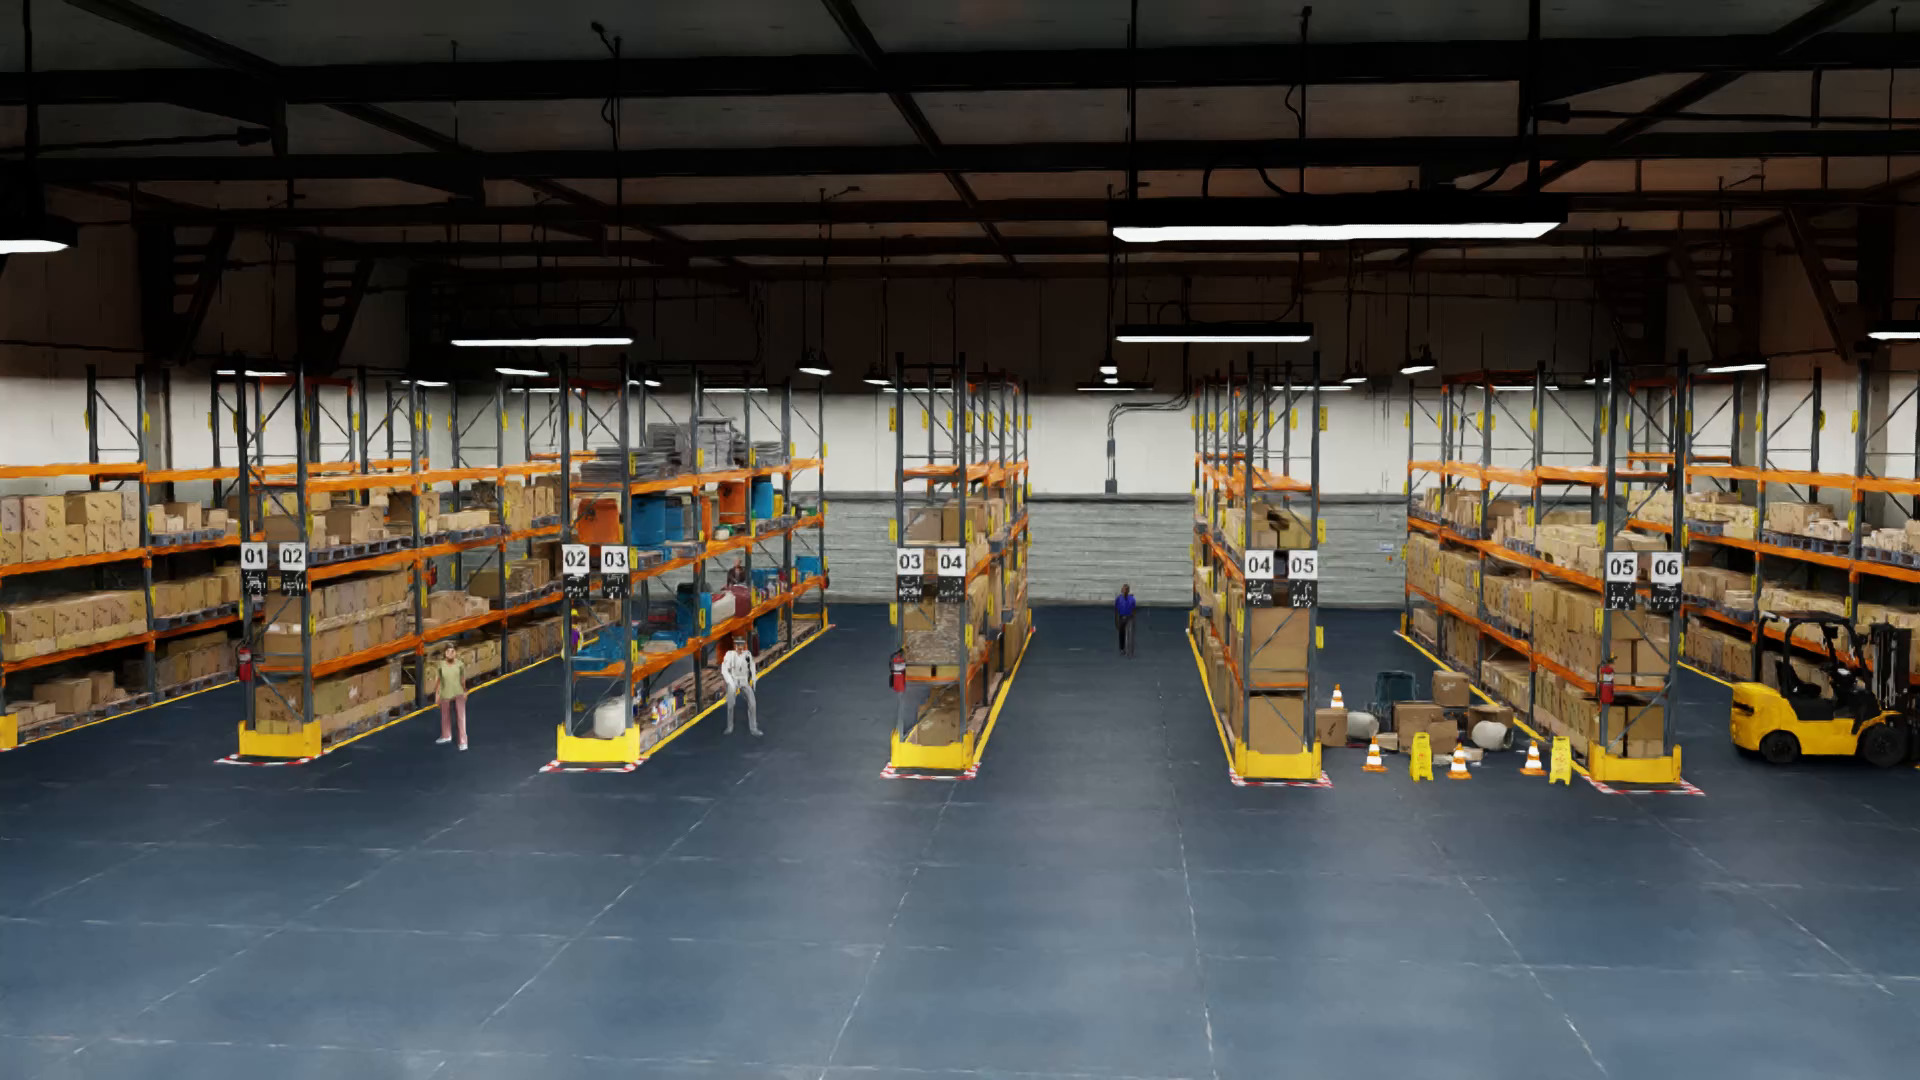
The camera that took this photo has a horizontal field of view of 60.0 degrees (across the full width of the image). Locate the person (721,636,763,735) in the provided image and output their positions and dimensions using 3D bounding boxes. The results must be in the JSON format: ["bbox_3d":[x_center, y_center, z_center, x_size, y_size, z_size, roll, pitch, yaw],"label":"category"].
[{"bbox_3d":[-3.514,2.307,26.528,0.632,1.620,0.755,-1,4,-15],"label":"person"}]

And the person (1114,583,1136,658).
[{"bbox_3d":[3.503,1.692,35.288,0.447,1.574,1.088,1,4,8],"label":"person"}]

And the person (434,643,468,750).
[{"bbox_3d":[-7.804,2.384,25.505,0.481,1.622,0.950,-1,4,-18],"label":"person"}]

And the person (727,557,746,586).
[{"bbox_3d":[-5.398,1.258,40.503,0.598,1.698,1.193,1,4,8],"label":"person"}]

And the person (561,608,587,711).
[{"bbox_3d":[-6.681,2.052,28.851,0.447,1.771,0.632,-2,4,-25],"label":"person"}]
